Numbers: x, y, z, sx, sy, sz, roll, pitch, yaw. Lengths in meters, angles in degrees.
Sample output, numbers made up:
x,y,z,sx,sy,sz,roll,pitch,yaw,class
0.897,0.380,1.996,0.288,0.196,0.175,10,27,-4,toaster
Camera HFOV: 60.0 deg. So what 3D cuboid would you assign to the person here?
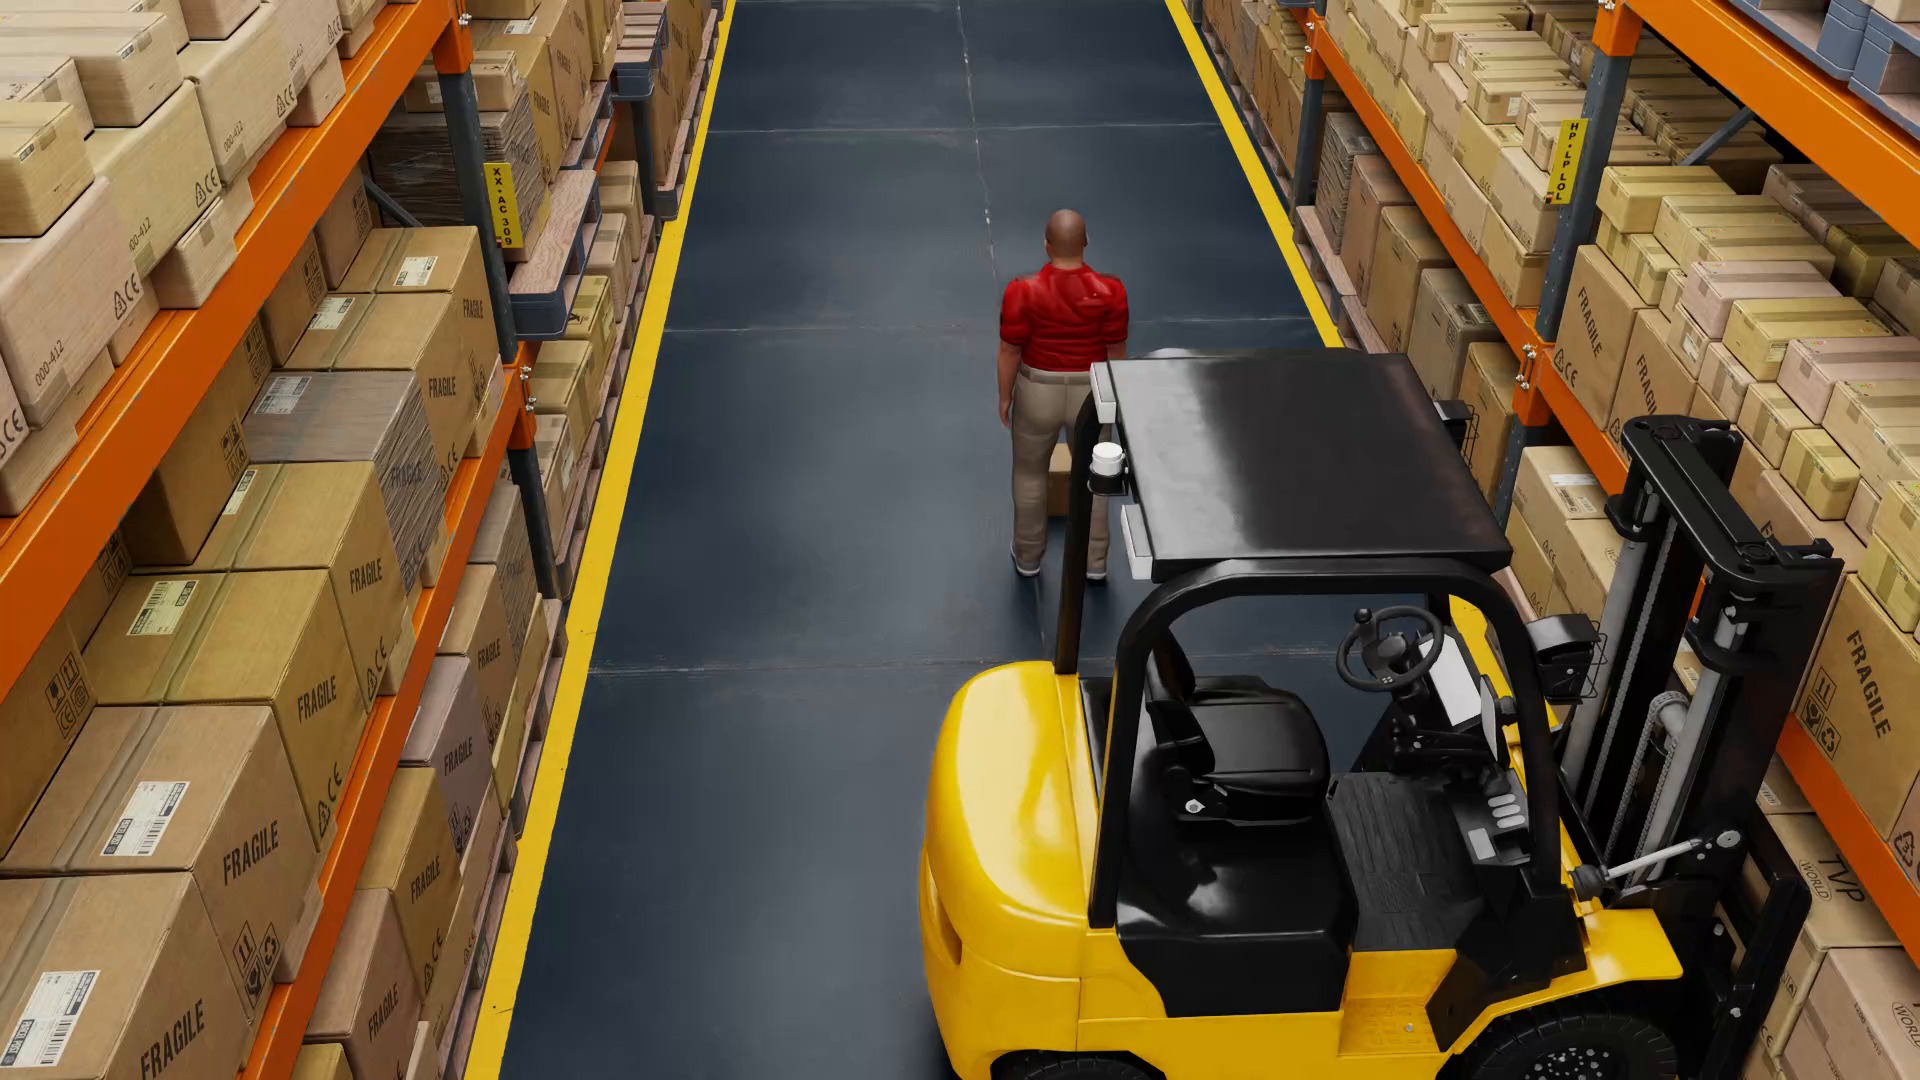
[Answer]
x,y,z,sx,sy,sz,roll,pitch,yaw,class
0.417,-0.588,7.044,0.533,1.774,0.394,-1,35,-1,person
